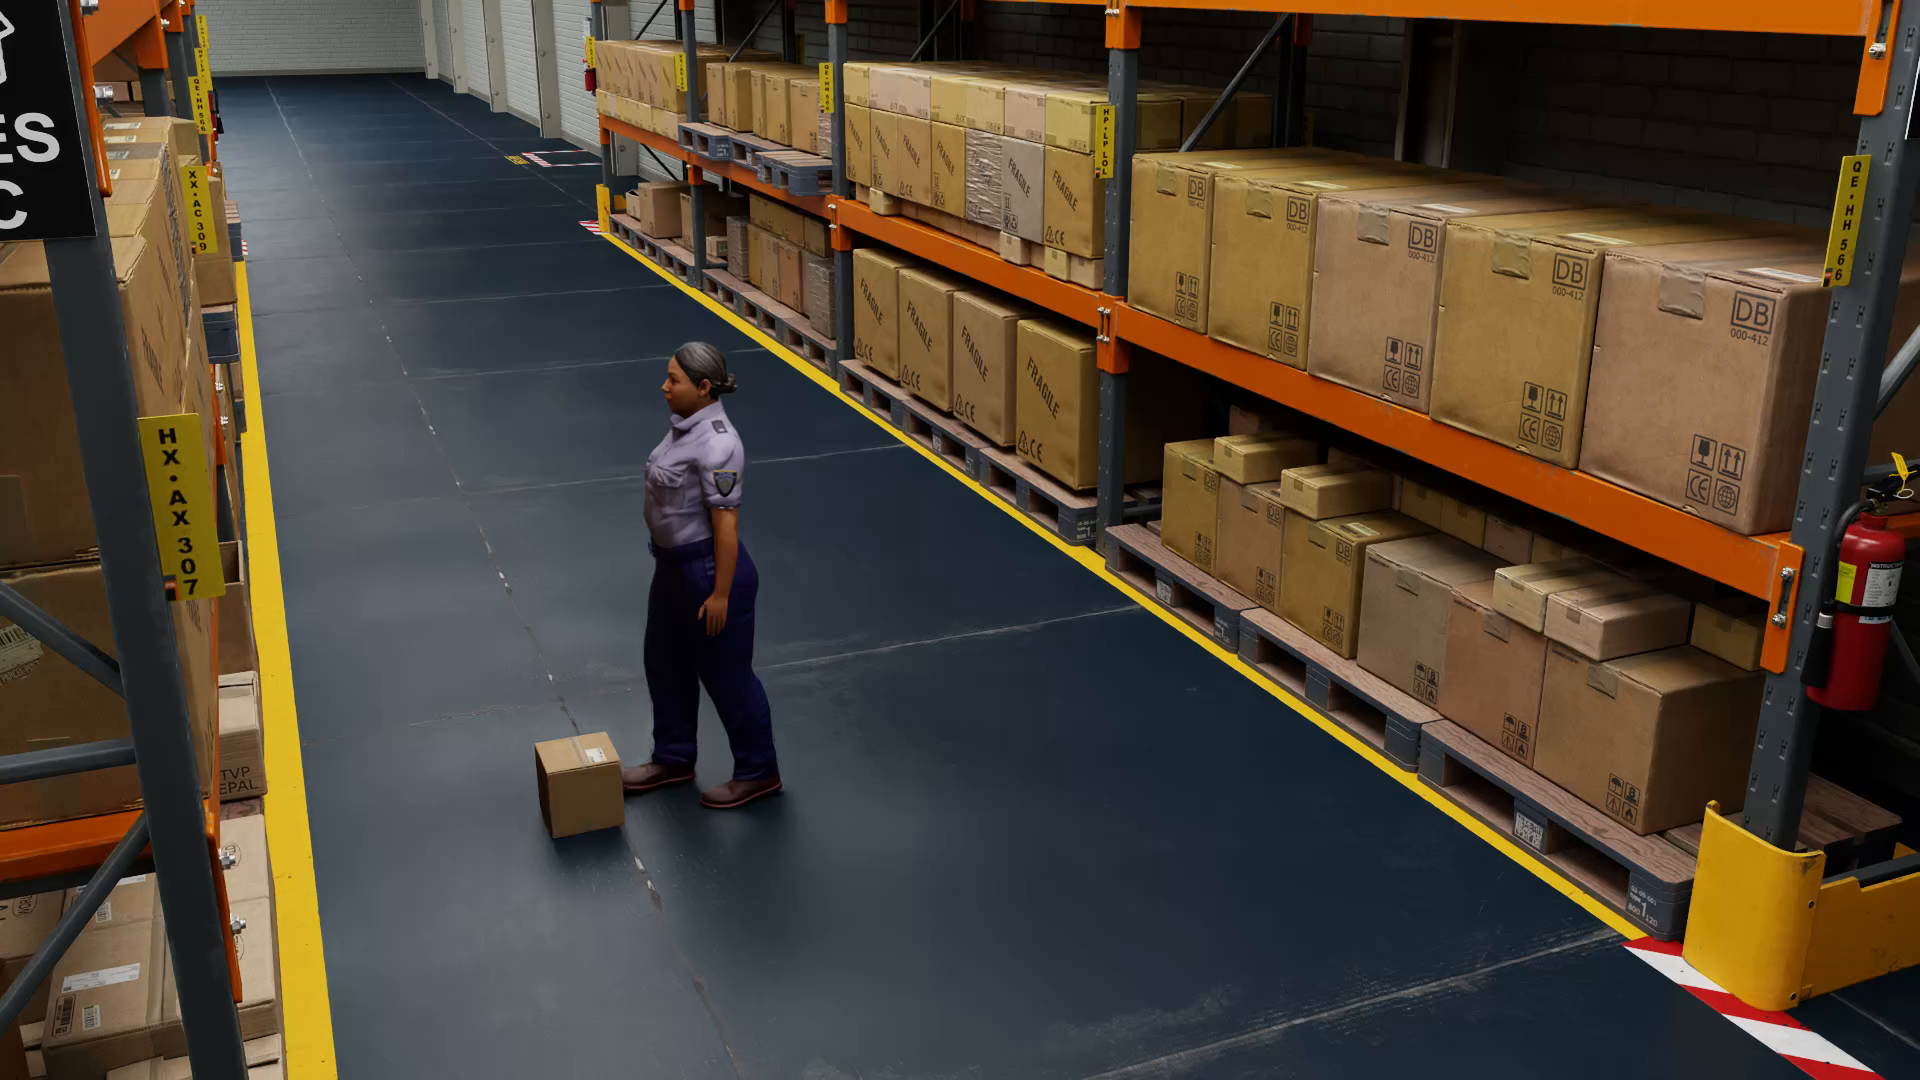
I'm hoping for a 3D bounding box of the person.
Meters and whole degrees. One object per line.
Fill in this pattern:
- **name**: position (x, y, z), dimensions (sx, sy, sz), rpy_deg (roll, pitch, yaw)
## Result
- **person**: position (-0.935, 0.136, 5.699), dimensions (0.561, 1.646, 0.477), rpy_deg (-8, 20, -21)
